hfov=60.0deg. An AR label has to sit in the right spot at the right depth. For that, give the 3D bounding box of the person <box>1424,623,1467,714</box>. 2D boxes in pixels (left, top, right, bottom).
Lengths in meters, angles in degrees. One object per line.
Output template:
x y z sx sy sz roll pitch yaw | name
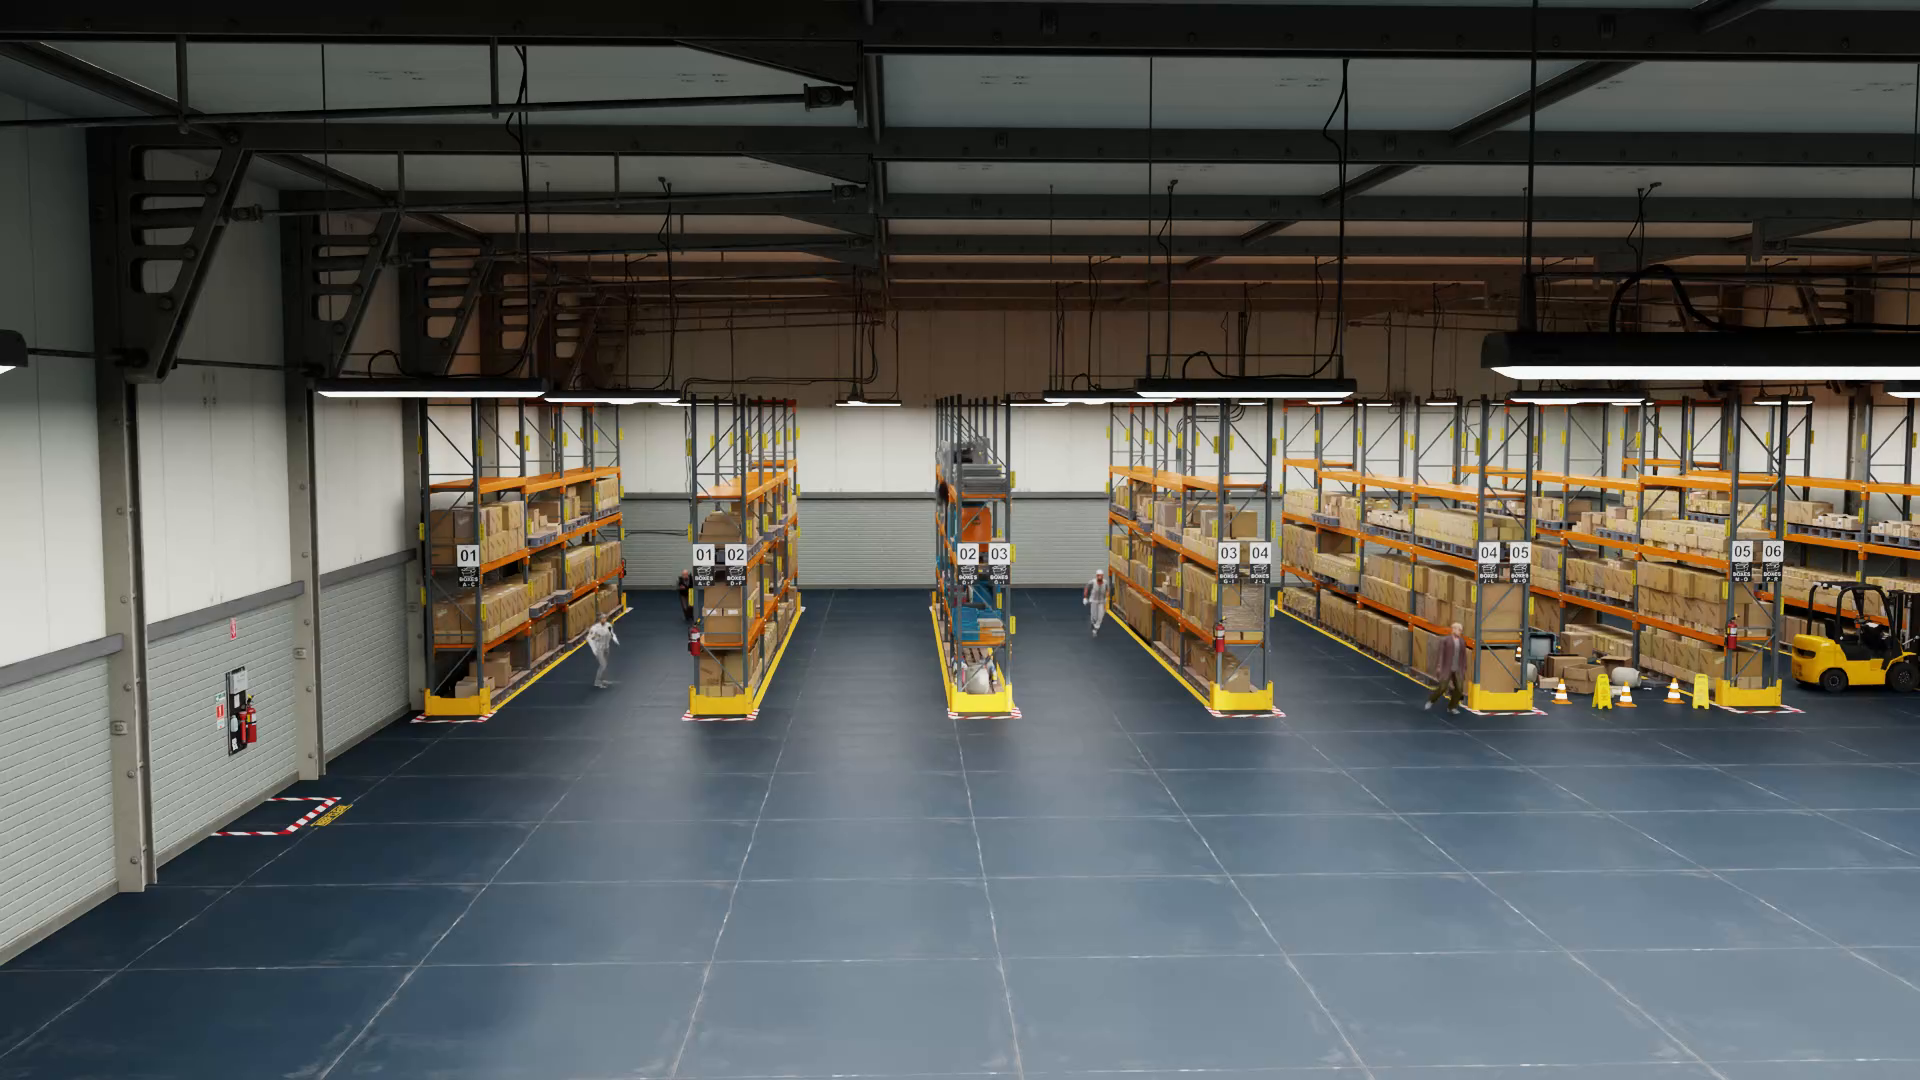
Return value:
9.116 2.389 31.184 0.714 1.728 0.652 -1 5 -12 | person

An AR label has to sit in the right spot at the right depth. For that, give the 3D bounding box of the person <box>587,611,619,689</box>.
-7.333 2.249 34.233 0.757 1.620 0.636 3 5 32 | person

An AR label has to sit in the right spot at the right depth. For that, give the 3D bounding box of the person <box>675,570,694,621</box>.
-7.331 1.485 44.636 0.660 1.445 0.982 -1 5 -17 | person

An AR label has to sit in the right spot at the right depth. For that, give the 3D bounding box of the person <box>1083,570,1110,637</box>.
3.446 1.582 41.823 0.656 1.713 0.704 -1 5 -16 | person
